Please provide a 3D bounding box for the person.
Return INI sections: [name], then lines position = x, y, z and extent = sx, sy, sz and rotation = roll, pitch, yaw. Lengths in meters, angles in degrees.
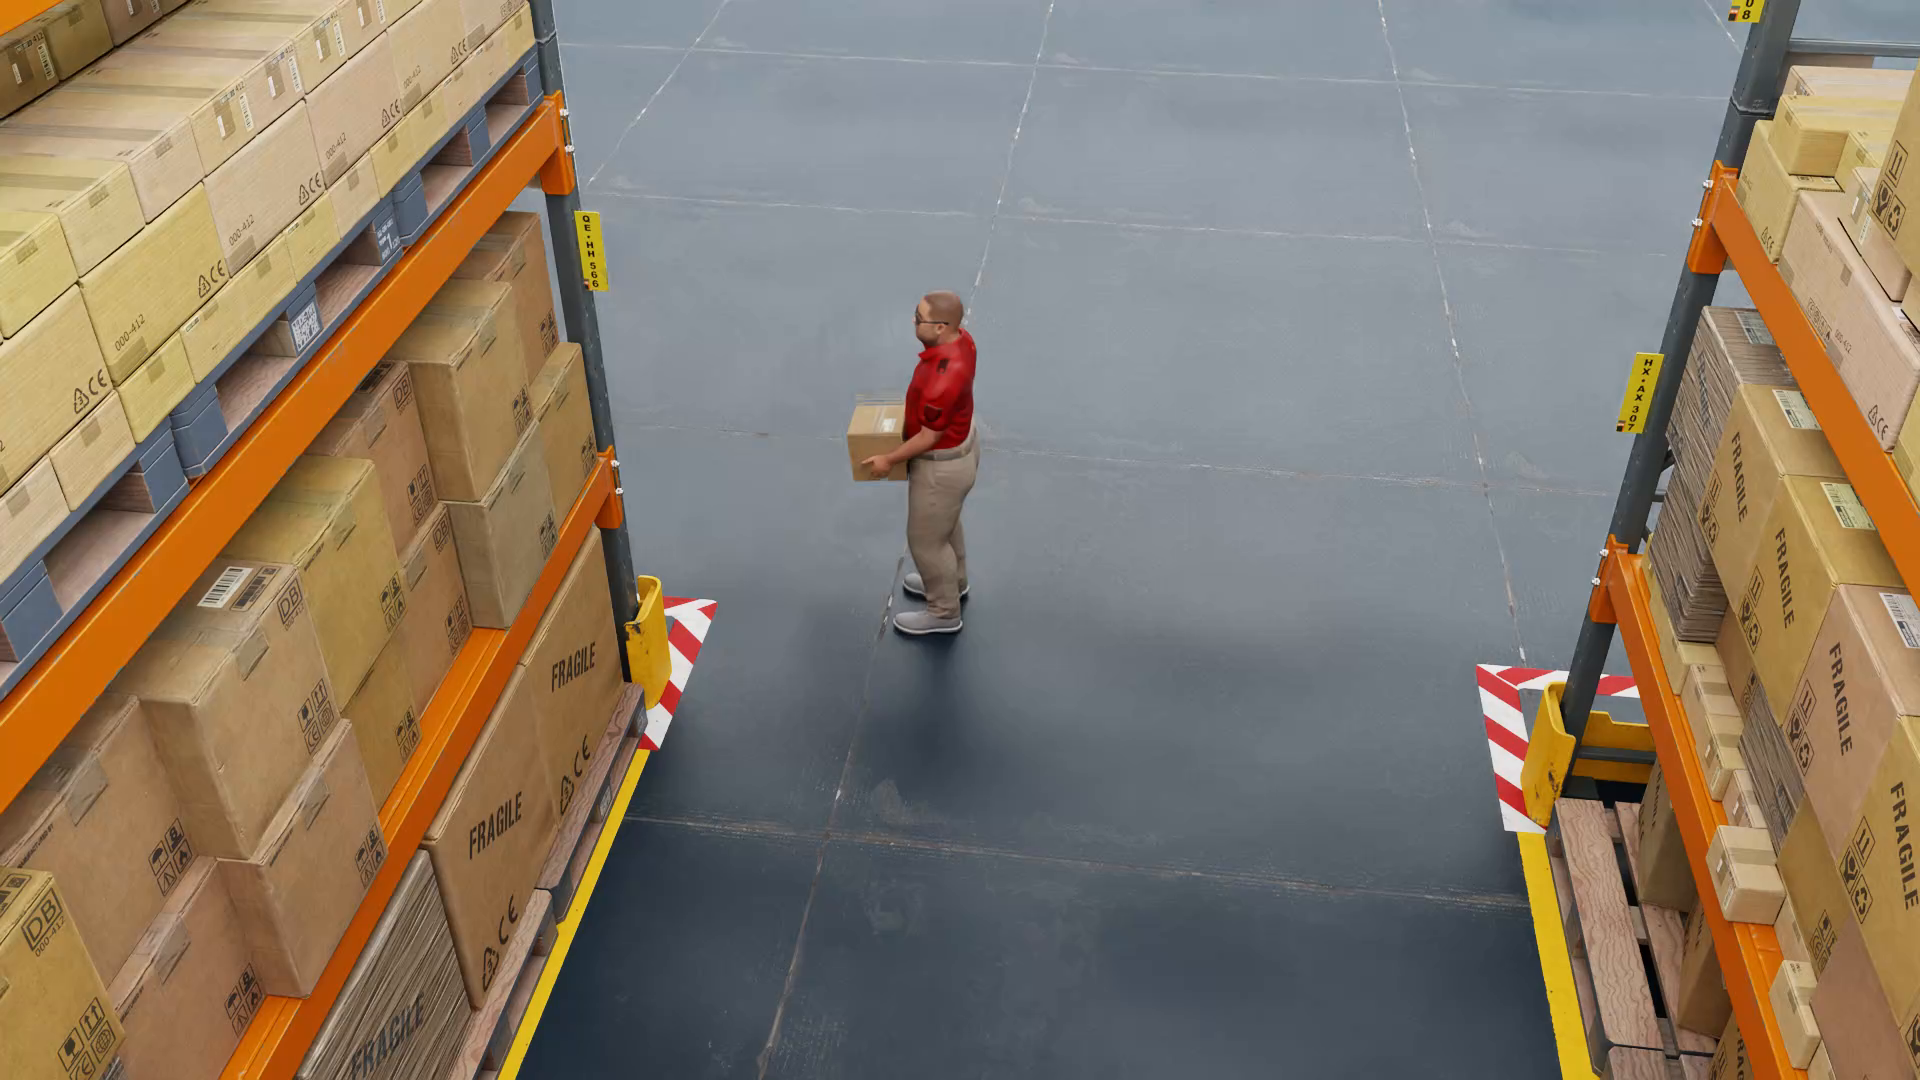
[person]
position = -0.111, -0.275, 7.597
extent = 0.387, 1.533, 0.524
rotation = 4, 36, 6
